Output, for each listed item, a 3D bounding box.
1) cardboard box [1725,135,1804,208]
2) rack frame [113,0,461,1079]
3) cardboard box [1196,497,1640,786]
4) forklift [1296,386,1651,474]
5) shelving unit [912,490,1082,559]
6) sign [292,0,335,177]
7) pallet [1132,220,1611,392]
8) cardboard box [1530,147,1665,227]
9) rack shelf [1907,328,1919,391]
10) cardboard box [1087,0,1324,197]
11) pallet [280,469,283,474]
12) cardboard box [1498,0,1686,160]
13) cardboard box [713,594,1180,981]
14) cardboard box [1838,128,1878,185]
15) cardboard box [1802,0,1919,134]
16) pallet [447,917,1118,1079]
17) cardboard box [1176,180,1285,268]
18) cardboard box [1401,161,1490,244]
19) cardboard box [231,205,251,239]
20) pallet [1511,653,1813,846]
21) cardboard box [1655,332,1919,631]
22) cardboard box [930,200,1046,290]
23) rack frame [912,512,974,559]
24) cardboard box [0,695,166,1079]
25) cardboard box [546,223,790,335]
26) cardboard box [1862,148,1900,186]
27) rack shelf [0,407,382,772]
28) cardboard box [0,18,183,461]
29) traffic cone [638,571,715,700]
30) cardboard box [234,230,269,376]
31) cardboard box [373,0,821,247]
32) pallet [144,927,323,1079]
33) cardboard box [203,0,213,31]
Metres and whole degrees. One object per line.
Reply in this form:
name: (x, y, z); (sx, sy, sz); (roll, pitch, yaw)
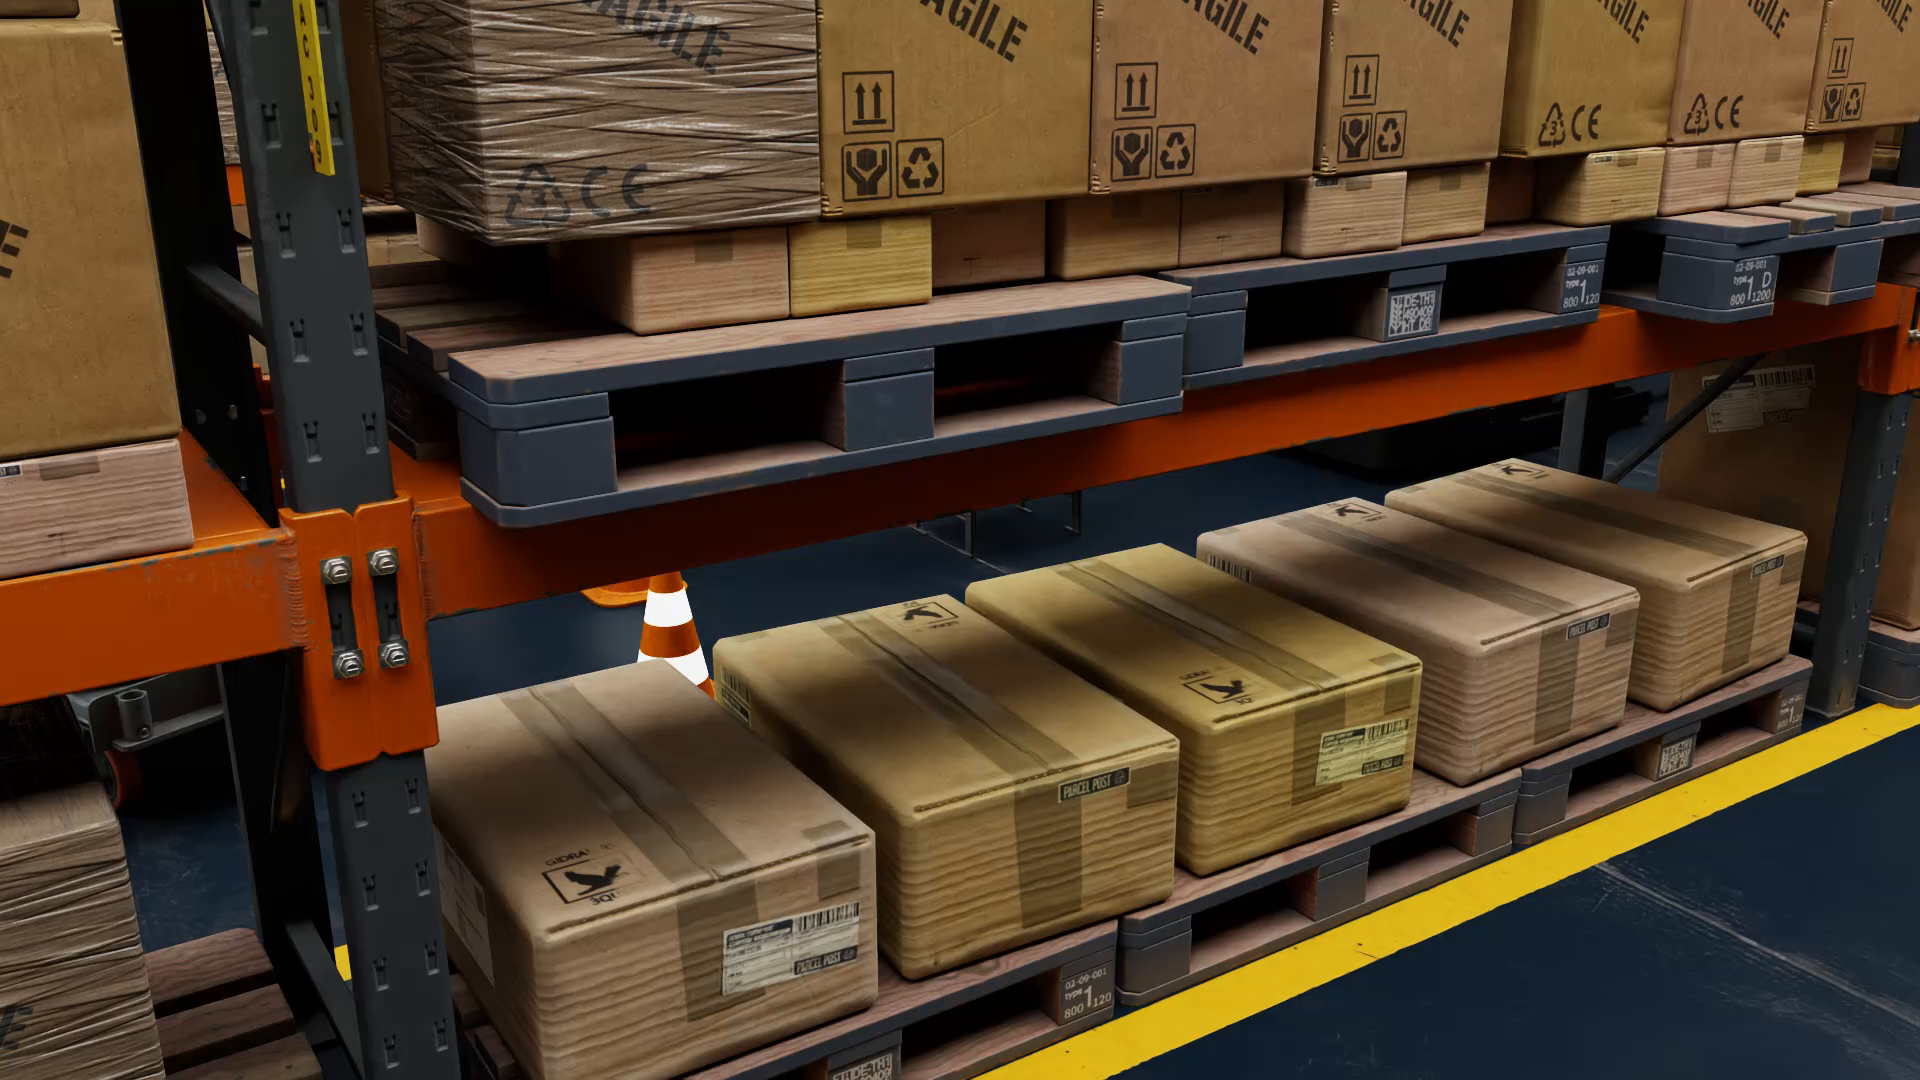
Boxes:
cardboard box: (1.730, -0.885, 3.916); (0.250, 0.149, 0.380); (-12, 22, -32)
rack frame: (-1.097, -0.344, 2.580); (0.127, 3.000, 1.000); (-12, 22, -31)
cardboard box: (1.155, 0.226, 4.340); (0.625, 0.372, 0.950); (-12, 22, -32)
forklift: (2.647, -2.020, 7.643); (3.031, 2.935, 1.130); (-13, 23, -34)
shelving unit: (0.138, -1.024, 5.995); (0.503, 2.100, 0.431); (-12, 22, -31)
sign: (-0.792, -0.611, 2.016); (0.005, 0.325, 0.100); (-12, 22, -31)
pallet: (0.613, -0.598, 3.631); (1.213, 0.211, 1.003); (-12, 22, -31)
cardboard box: (1.293, -0.791, 3.637); (0.250, 0.149, 0.380); (-11, 22, -30)
rack shelf: (3.914, -1.060, 5.821); (4.000, 0.370, 1.077); (-12, 22, -31)
cardboard box: (0.291, -0.909, 2.975); (0.500, 0.500, 0.500); (-12, 22, -32)
pallet: (-3.301, -0.486, 7.352); (1.213, 0.211, 1.003); (-12, 22, -31)
cardboard box: (1.170, -1.099, 3.534); (0.500, 0.500, 0.500); (-14, 23, -35)
cardboard box: (-0.062, 0.481, 3.586); (0.625, 0.372, 0.950); (-10, 21, -28)
cardboard box: (2.099, -1.008, 4.280); (0.250, 0.149, 0.380); (-11, 22, -29)
cardboard box: (2.017, -1.282, 4.076); (0.500, 0.500, 0.500); (-13, 22, -33)
pallet: (-0.447, 0.839, 3.433); (1.213, 0.211, 1.003); (-12, 22, -31)
cardboard box: (0.392, -0.626, 3.151); (0.250, 0.149, 0.380); (-12, 22, -31)
cardboard box: (0.849, -0.714, 3.410); (0.250, 0.149, 0.380); (-13, 22, -33)
cardboard box: (-5.147, -2.299, 11.579); (0.500, 0.500, 0.700); (-14, 23, -36)
pallet: (1.590, 0.409, 4.705); (1.213, 0.211, 1.003); (-12, 22, -31)
cardboard box: (2.866, -0.341, 5.231); (0.875, 0.875, 0.875); (-12, 22, -32)
cardboard box: (-0.054, -0.549, 2.922); (0.250, 0.149, 0.380); (-10, 21, -28)
rack frame: (-0.066, -0.981, 5.868); (0.015, 2.100, 0.400); (-12, 22, -31)
cardboard box: (-1.443, 0.580, 2.312); (0.500, 0.500, 0.500); (-12, 22, -32)
cardboard box: (-0.462, -0.437, 2.591); (0.250, 0.149, 0.380); (-12, 22, -31)
cardboard box: (2.791, -0.997, 4.744); (0.500, 0.250, 0.500); (-12, 22, -32)
rack shelf: (-2.767, 0.349, 1.653); (4.000, 0.370, 1.077); (-12, 22, -31)
cardboard box: (-1.331, -0.388, 2.088); (0.500, 0.500, 0.500); (-13, 22, -33)
traffic cone: (-0.831, 0.264, 4.740); (0.334, 0.463, 0.336); (-12, 22, -31)
cardboard box: (-3.435, -0.917, 7.131); (0.750, 0.750, 1.050); (-12, 22, -32)
cardboard box: (-0.548, -0.738, 2.466); (0.500, 0.500, 0.500); (-11, 22, -30)
pallet: (-1.638, 1.104, 2.649); (1.213, 0.211, 1.003); (-12, 22, -31)
cardboard box: (-3.064, -2.352, 6.801); (0.500, 0.500, 0.700); (-12, 22, -32)
